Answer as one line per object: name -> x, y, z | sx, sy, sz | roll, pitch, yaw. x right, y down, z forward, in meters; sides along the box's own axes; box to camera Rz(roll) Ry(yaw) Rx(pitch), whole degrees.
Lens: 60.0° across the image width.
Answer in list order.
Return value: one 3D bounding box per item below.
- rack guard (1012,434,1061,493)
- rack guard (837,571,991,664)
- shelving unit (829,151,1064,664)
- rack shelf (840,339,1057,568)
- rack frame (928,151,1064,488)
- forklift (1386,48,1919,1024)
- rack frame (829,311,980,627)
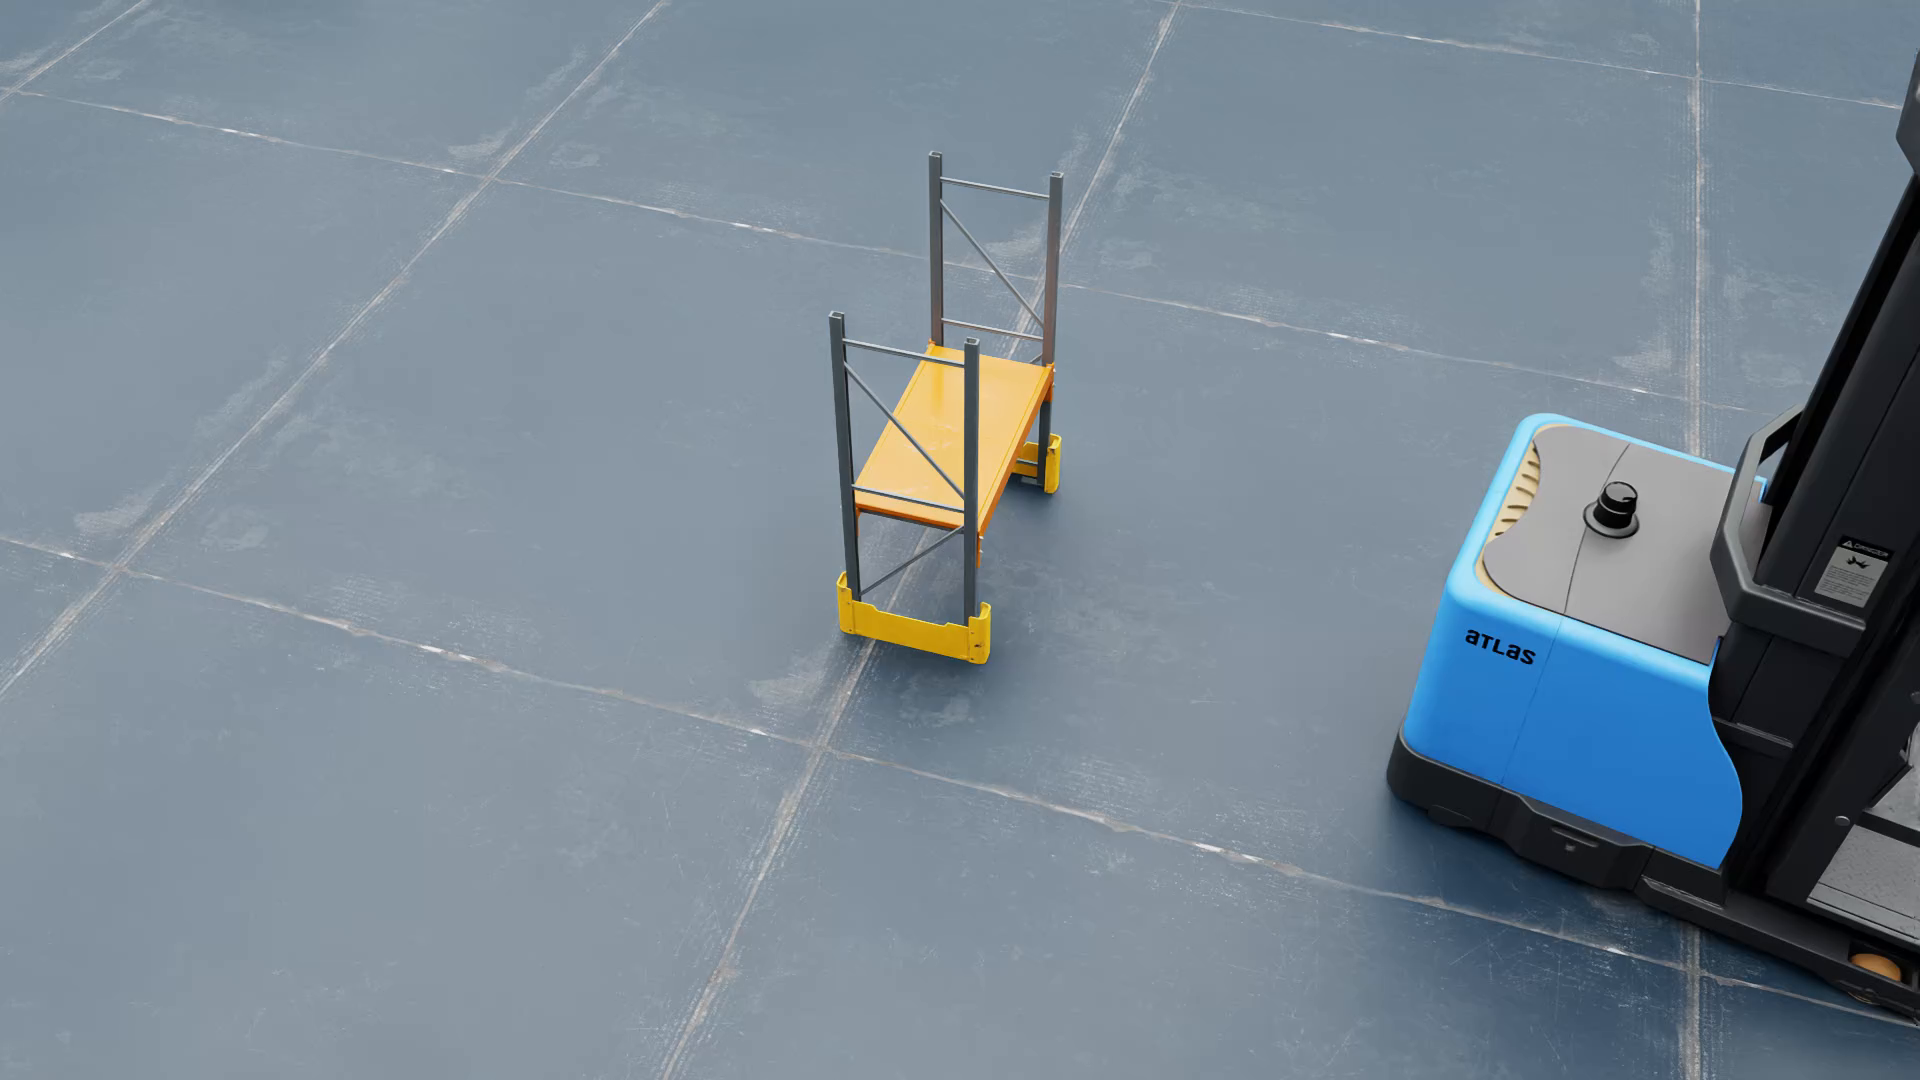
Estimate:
rack guard -> 0.128, -0.370, 6.950 | 0.587, 0.250, 0.087 | 13, 46, 13
rack guard -> -0.174, 0.293, 6.271 | 0.587, 0.250, 0.087 | 13, 46, 13
shelving unit -> -0.023, -0.485, 6.174 | 0.587, 1.500, 1.083 | 13, 46, 13
rack shelf -> -0.026, -0.351, 6.293 | 0.538, 0.185, 1.000 | 13, 46, 13
rack frame -> 0.128, -0.818, 6.514 | 0.500, 1.500, 0.032 | 13, 46, 13
forklift -> 3.030, 0.052, 4.601 | 3.031, 2.935, 1.130 | 21, 48, 20
rack frame -> -0.180, -0.140, 5.821 | 0.500, 1.500, 0.032 | 13, 46, 13
